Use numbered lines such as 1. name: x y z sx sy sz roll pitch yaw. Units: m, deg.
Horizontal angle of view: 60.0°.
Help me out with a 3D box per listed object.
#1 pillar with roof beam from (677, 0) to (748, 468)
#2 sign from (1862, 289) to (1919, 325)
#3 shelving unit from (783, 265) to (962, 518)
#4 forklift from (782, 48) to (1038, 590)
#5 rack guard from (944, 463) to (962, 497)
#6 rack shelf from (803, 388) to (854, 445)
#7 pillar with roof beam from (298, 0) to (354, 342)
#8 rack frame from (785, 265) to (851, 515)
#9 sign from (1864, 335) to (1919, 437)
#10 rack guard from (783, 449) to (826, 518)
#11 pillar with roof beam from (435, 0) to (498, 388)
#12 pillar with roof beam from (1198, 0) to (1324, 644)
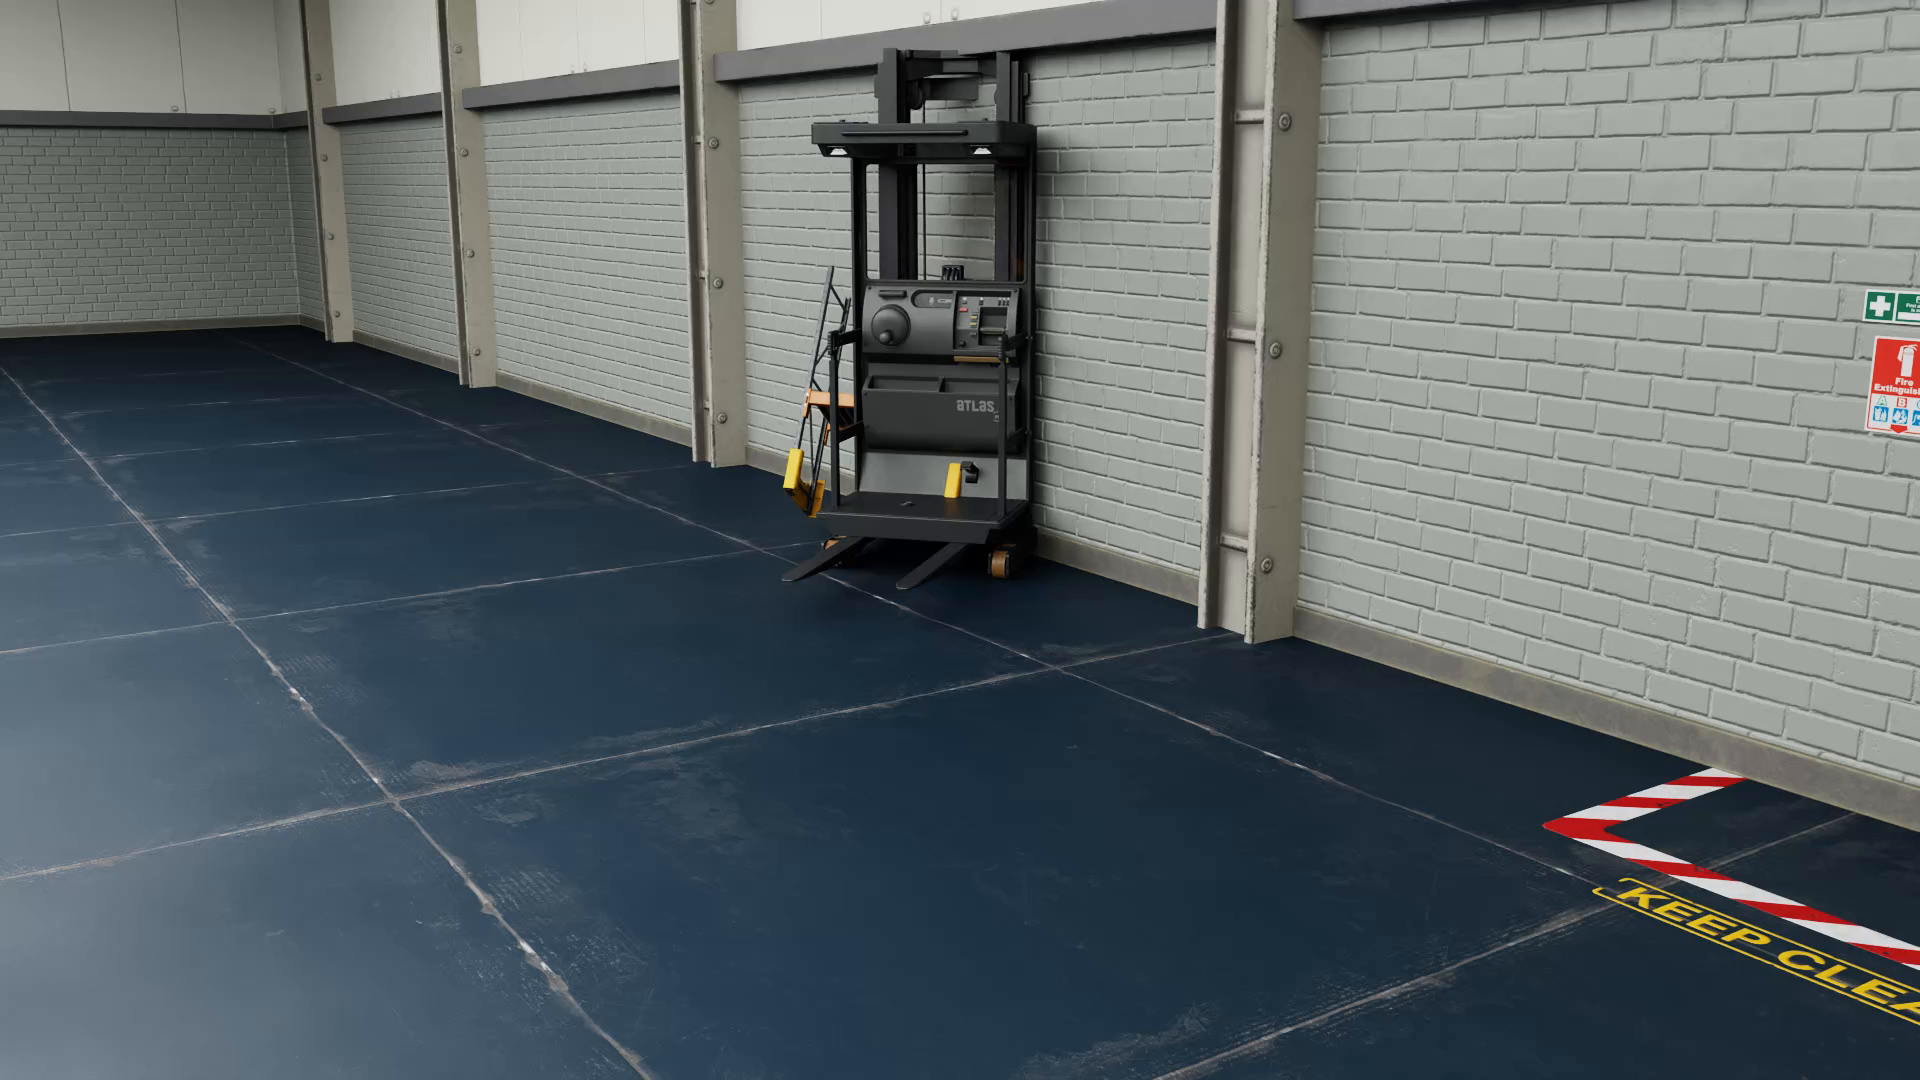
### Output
1. pillar with roof beam: -5.478 -4.503 9.888 9.100 9.000 0.400 -8 15 -33
2. sign: 3.192 -0.776 5.567 0.001 0.109 0.331 -8 15 -33
3. shelving unit: -0.383 -0.894 10.395 1.083 1.500 0.587 6 -16 12
4. forklift: -0.169 -1.304 9.462 1.130 2.935 3.031 3 13 15
5. rack guard: 0.006 -0.251 10.123 0.087 0.250 0.587 6 -16 12
6. rack shelf: -0.419 -0.723 10.349 1.000 0.185 0.538 6 -16 12
7. pillar with roof beam: -12.127 -6.637 19.647 9.100 9.000 0.400 -8 15 -33
8. rack frame: -0.886 -0.944 10.505 0.032 1.500 0.500 6 -16 12
9. sign: 3.196 -0.519 5.632 0.001 0.329 0.234 -8 15 -33
10. rack guard: -0.963 -0.347 10.334 0.087 0.250 0.587 6 -16 12
11. pillar with roof beam: -8.802 -5.570 14.767 9.100 9.000 0.400 -8 15 -33
12. pillar with roof beam: -2.154 -3.436 5.008 9.100 9.000 0.400 -8 15 -33
